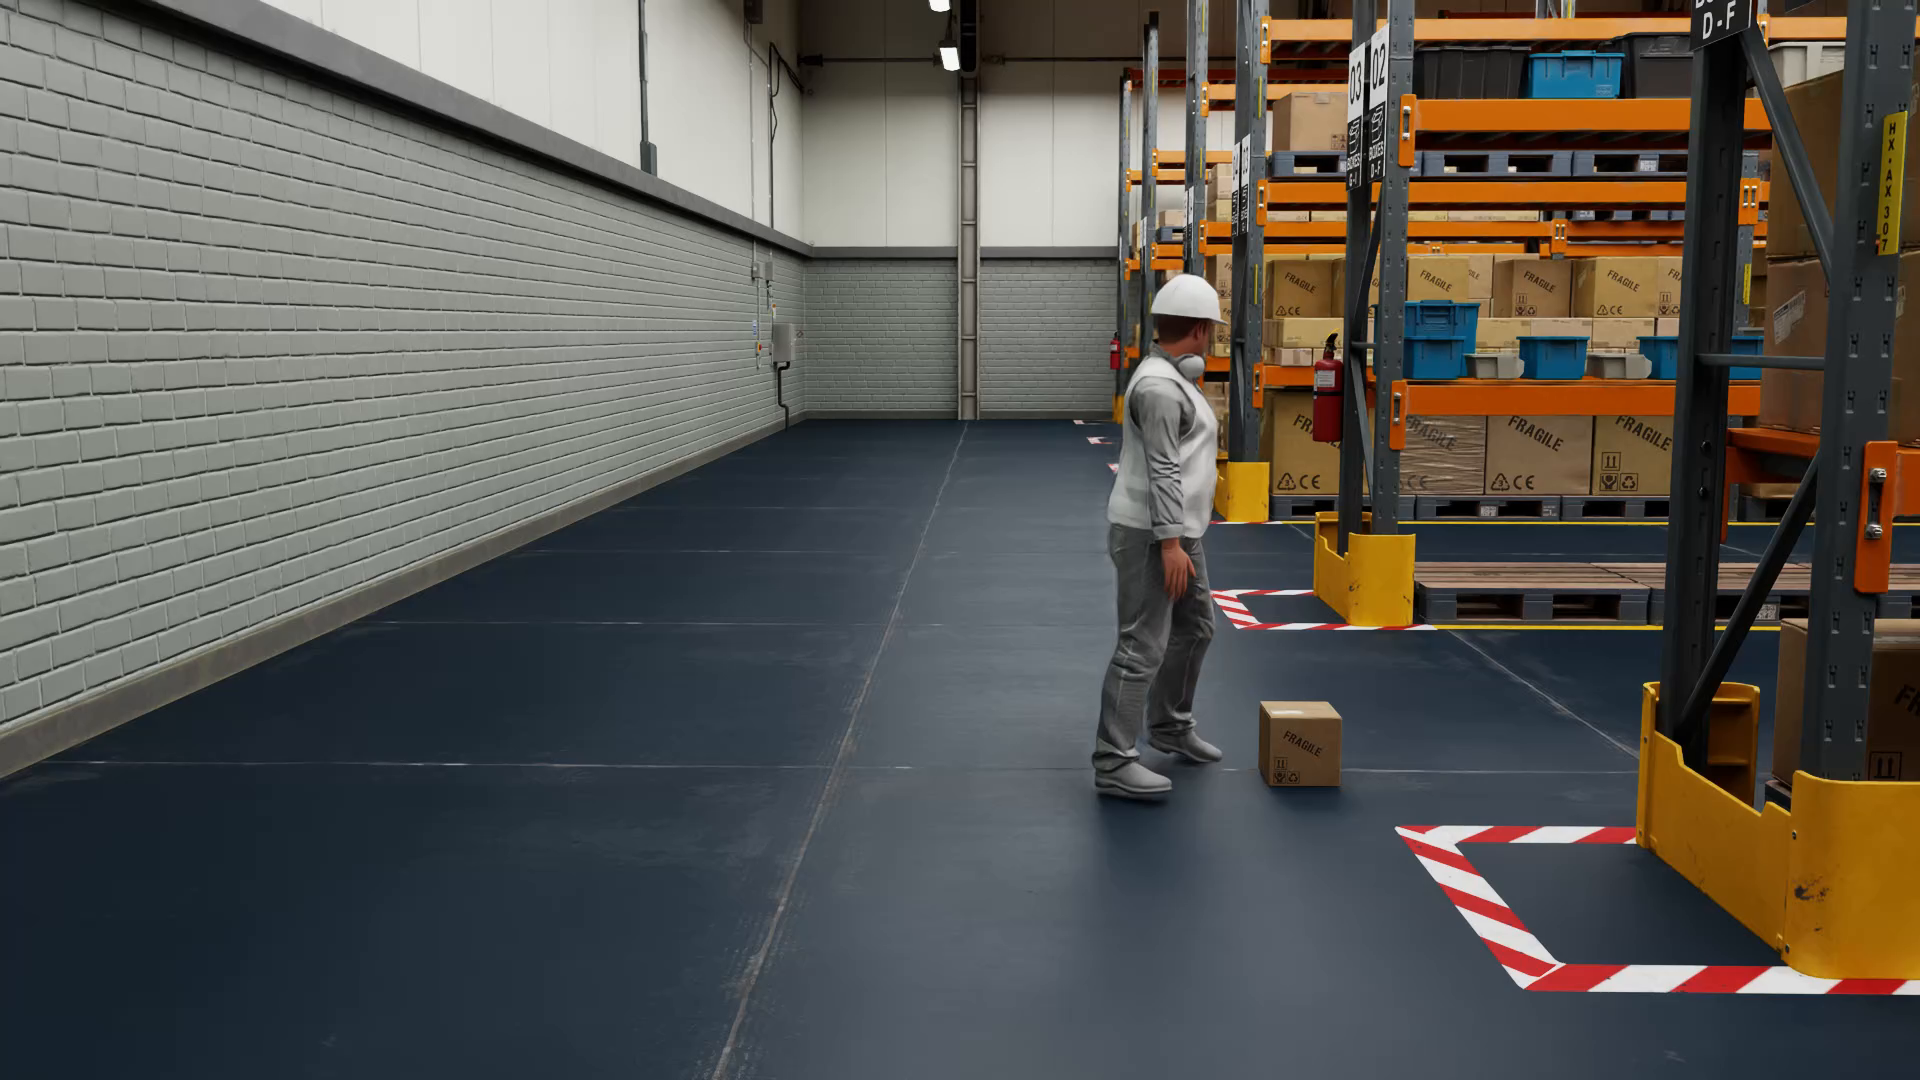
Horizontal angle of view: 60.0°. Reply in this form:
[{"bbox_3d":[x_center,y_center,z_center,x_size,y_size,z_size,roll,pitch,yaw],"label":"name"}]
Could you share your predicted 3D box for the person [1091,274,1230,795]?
[{"bbox_3d":[0.717,-0.024,5.843,0.430,1.792,0.729,2,7,16],"label":"person"}]
